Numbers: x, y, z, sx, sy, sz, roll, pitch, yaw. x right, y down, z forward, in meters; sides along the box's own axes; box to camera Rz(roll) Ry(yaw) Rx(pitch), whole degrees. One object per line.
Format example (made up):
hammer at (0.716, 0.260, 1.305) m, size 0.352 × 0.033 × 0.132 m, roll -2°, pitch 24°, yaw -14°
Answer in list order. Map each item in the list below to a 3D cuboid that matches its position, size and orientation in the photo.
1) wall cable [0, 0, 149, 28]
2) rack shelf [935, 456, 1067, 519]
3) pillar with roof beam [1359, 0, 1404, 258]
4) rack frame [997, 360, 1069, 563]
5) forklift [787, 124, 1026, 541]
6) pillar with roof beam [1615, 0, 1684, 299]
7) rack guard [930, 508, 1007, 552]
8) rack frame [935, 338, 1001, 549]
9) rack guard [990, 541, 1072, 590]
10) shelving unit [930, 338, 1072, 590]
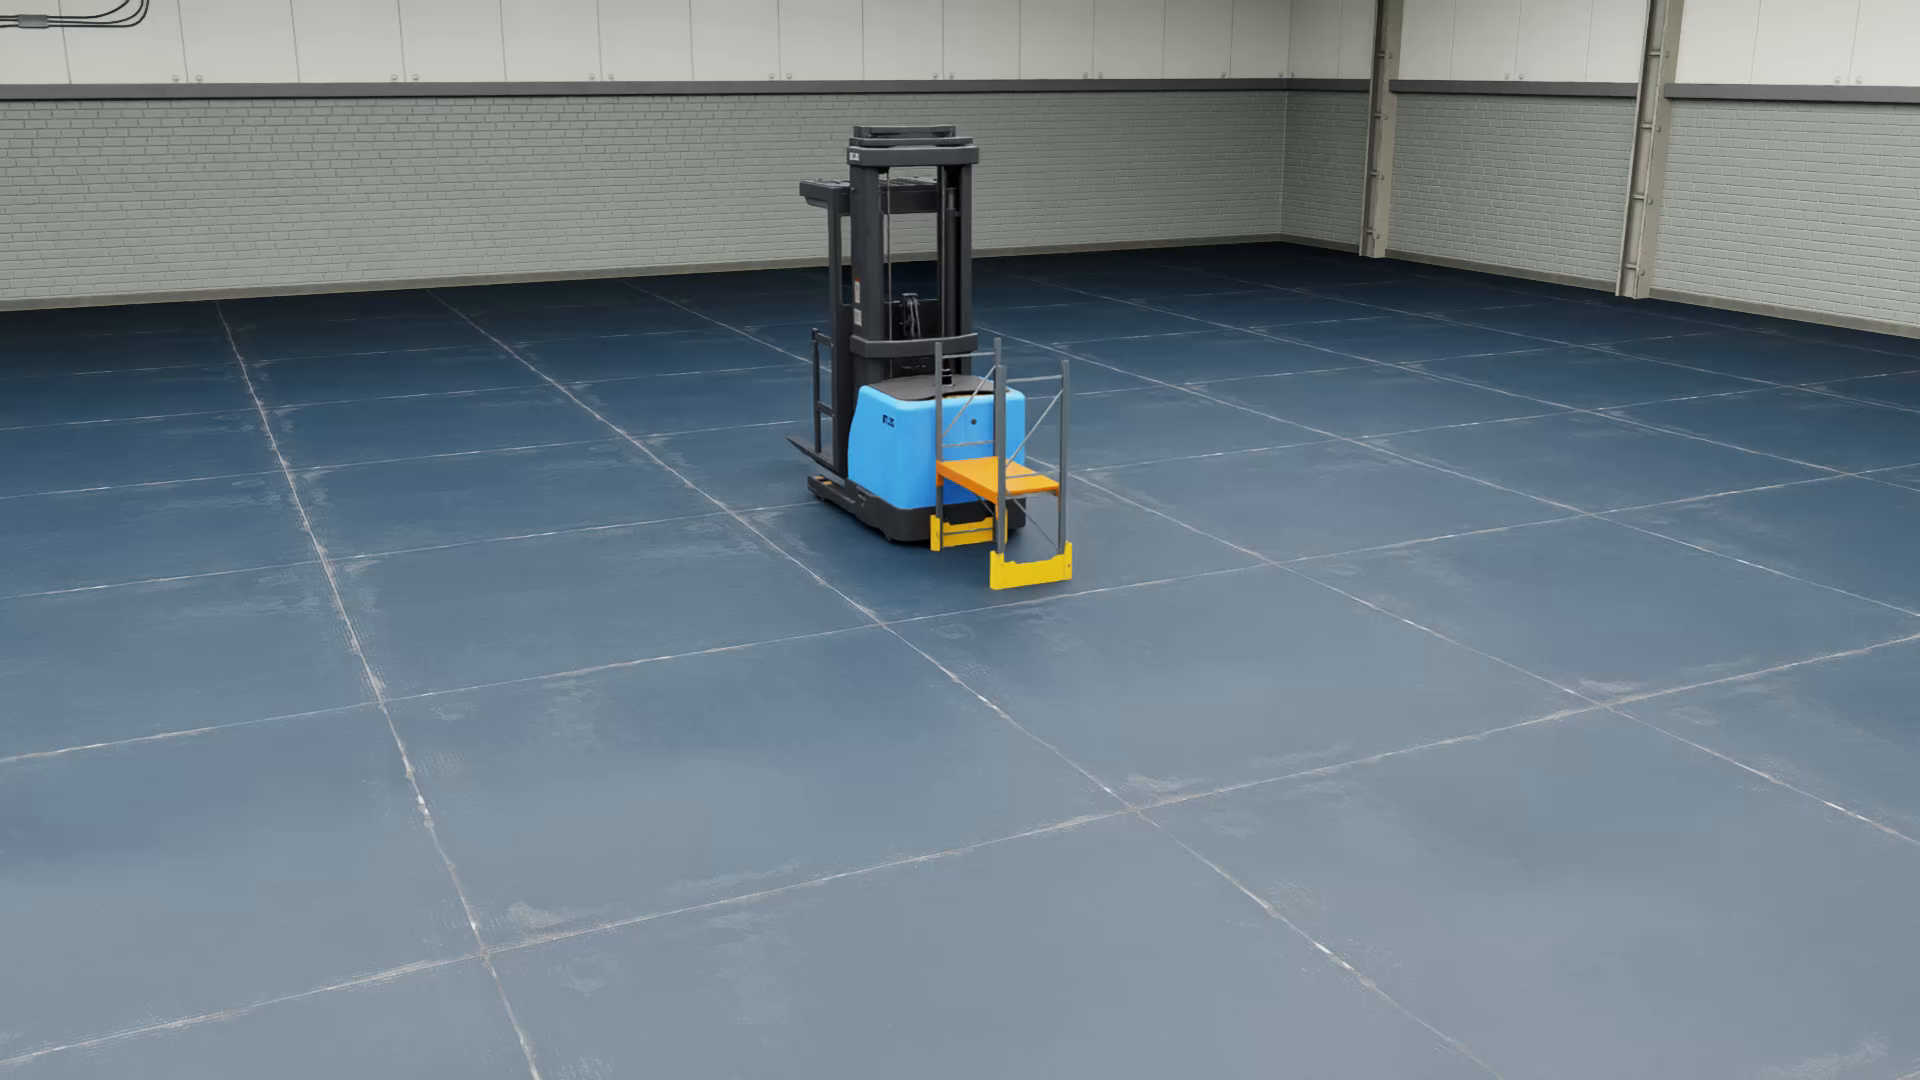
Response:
wall cable at (-12.390, -9.335, 22.302) m, size 2.305 × 6.003 × 0.169 m, roll -8°, pitch 18°, yaw -25°
rack shelf at (0.270, -0.383, 11.518) m, size 0.538 × 0.185 × 1.000 m, roll -7°, pitch 18°, yaw -24°
pillar with roof beam at (3.618, -8.953, 27.137) m, size 9.100 × 9.000 × 0.400 m, roll -8°, pitch 18°, yaw -25°
rack frame at (0.482, -0.428, 11.024) m, size 0.500 × 1.500 × 0.032 m, roll -7°, pitch 18°, yaw -24°
forklift at (-0.582, -1.759, 13.067) m, size 1.130 × 2.935 × 3.031 m, roll -7°, pitch 18°, yaw -24°
pillar with roof beam at (6.246, -7.466, 21.952) m, size 9.100 × 9.000 × 0.400 m, roll -8°, pitch 18°, yaw -25°
rack guard at (0.066, -0.078, 12.068) m, size 0.587 × 0.250 × 0.087 m, roll -7°, pitch 18°, yaw -24°
rack frame at (0.058, -0.683, 11.913) m, size 0.500 × 1.500 × 0.032 m, roll -7°, pitch 18°, yaw -24°
rack guard at (0.481, 0.172, 11.198) m, size 0.587 × 0.250 × 0.087 m, roll -7°, pitch 18°, yaw -24°
shelving unit at (0.273, -0.554, 11.461) m, size 0.587 × 1.500 × 1.083 m, roll -7°, pitch 18°, yaw -24°
